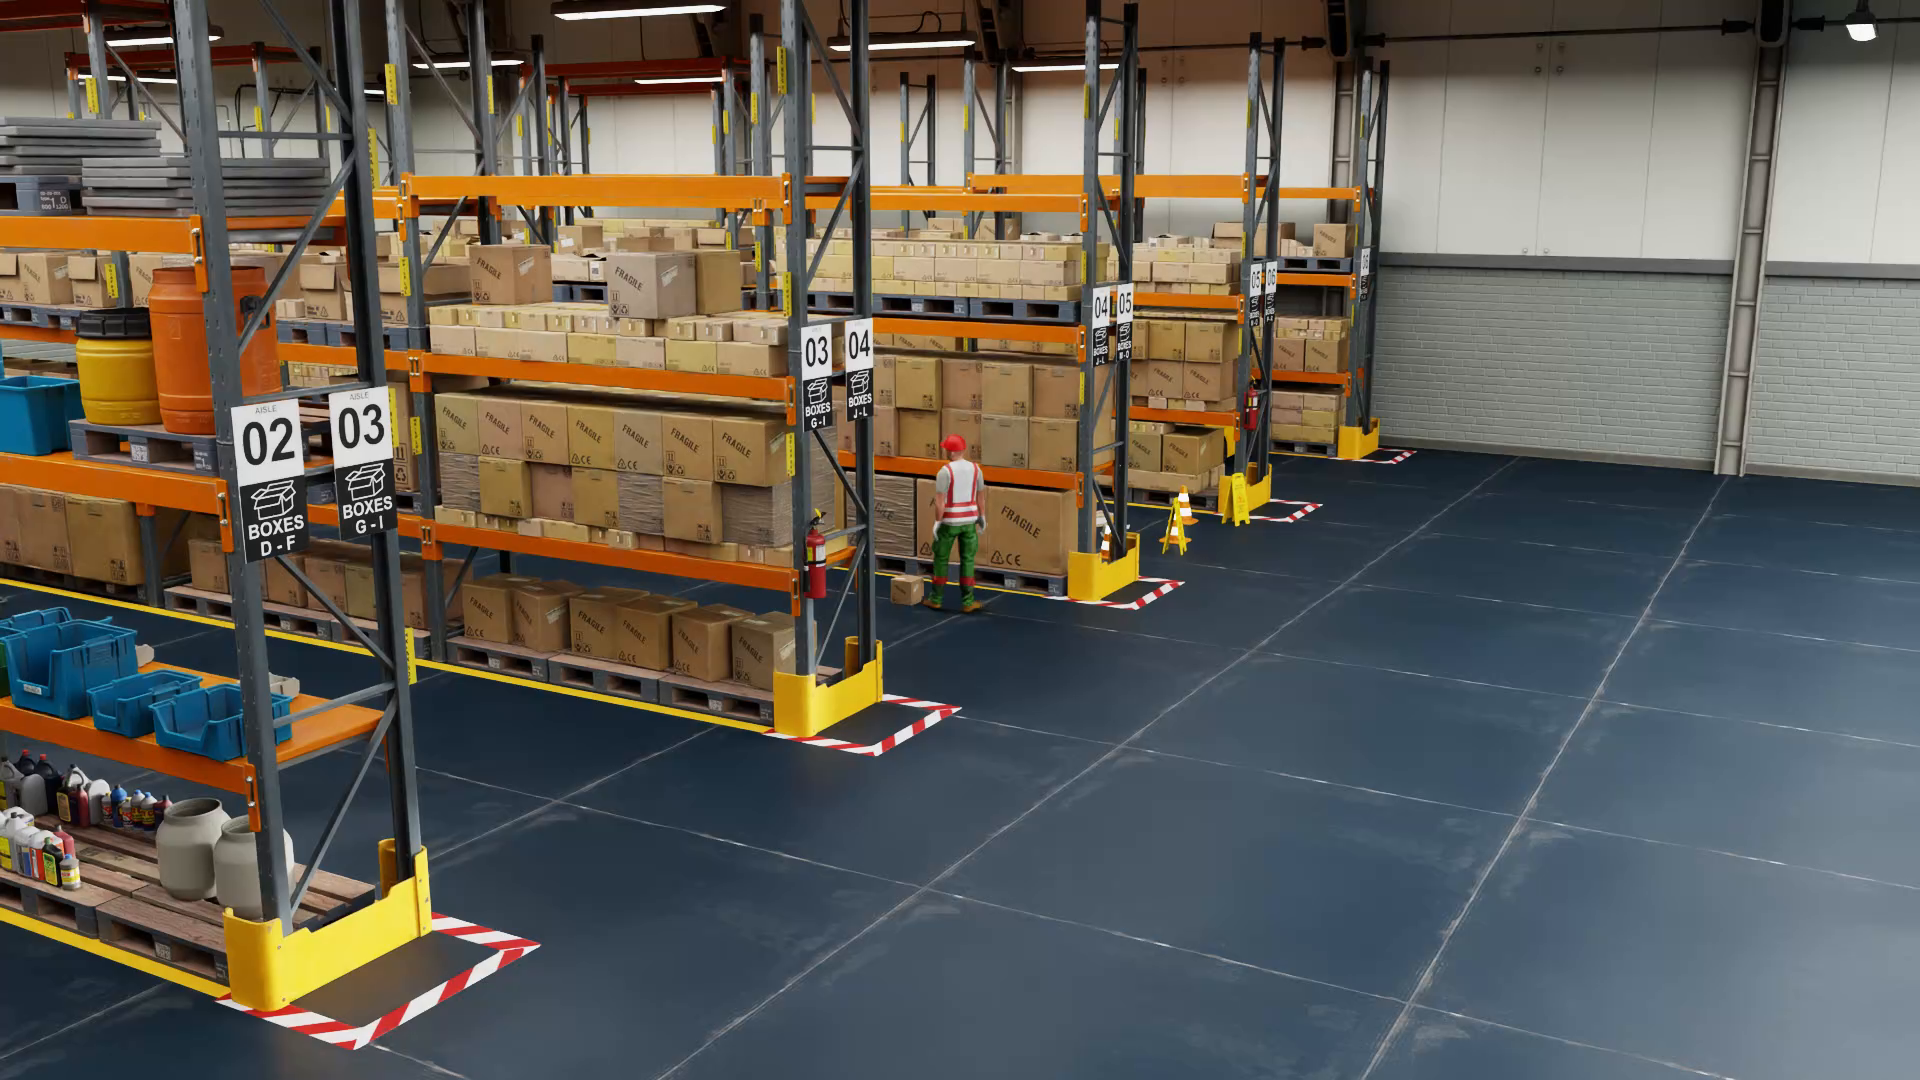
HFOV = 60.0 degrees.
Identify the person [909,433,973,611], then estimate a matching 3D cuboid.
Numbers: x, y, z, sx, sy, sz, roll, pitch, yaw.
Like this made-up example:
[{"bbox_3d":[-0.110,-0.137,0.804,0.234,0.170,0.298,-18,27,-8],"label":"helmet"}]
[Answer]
[{"bbox_3d":[-0.155,-0.206,16.798,0.589,1.780,0.635,-10,16,-37],"label":"person"}]
